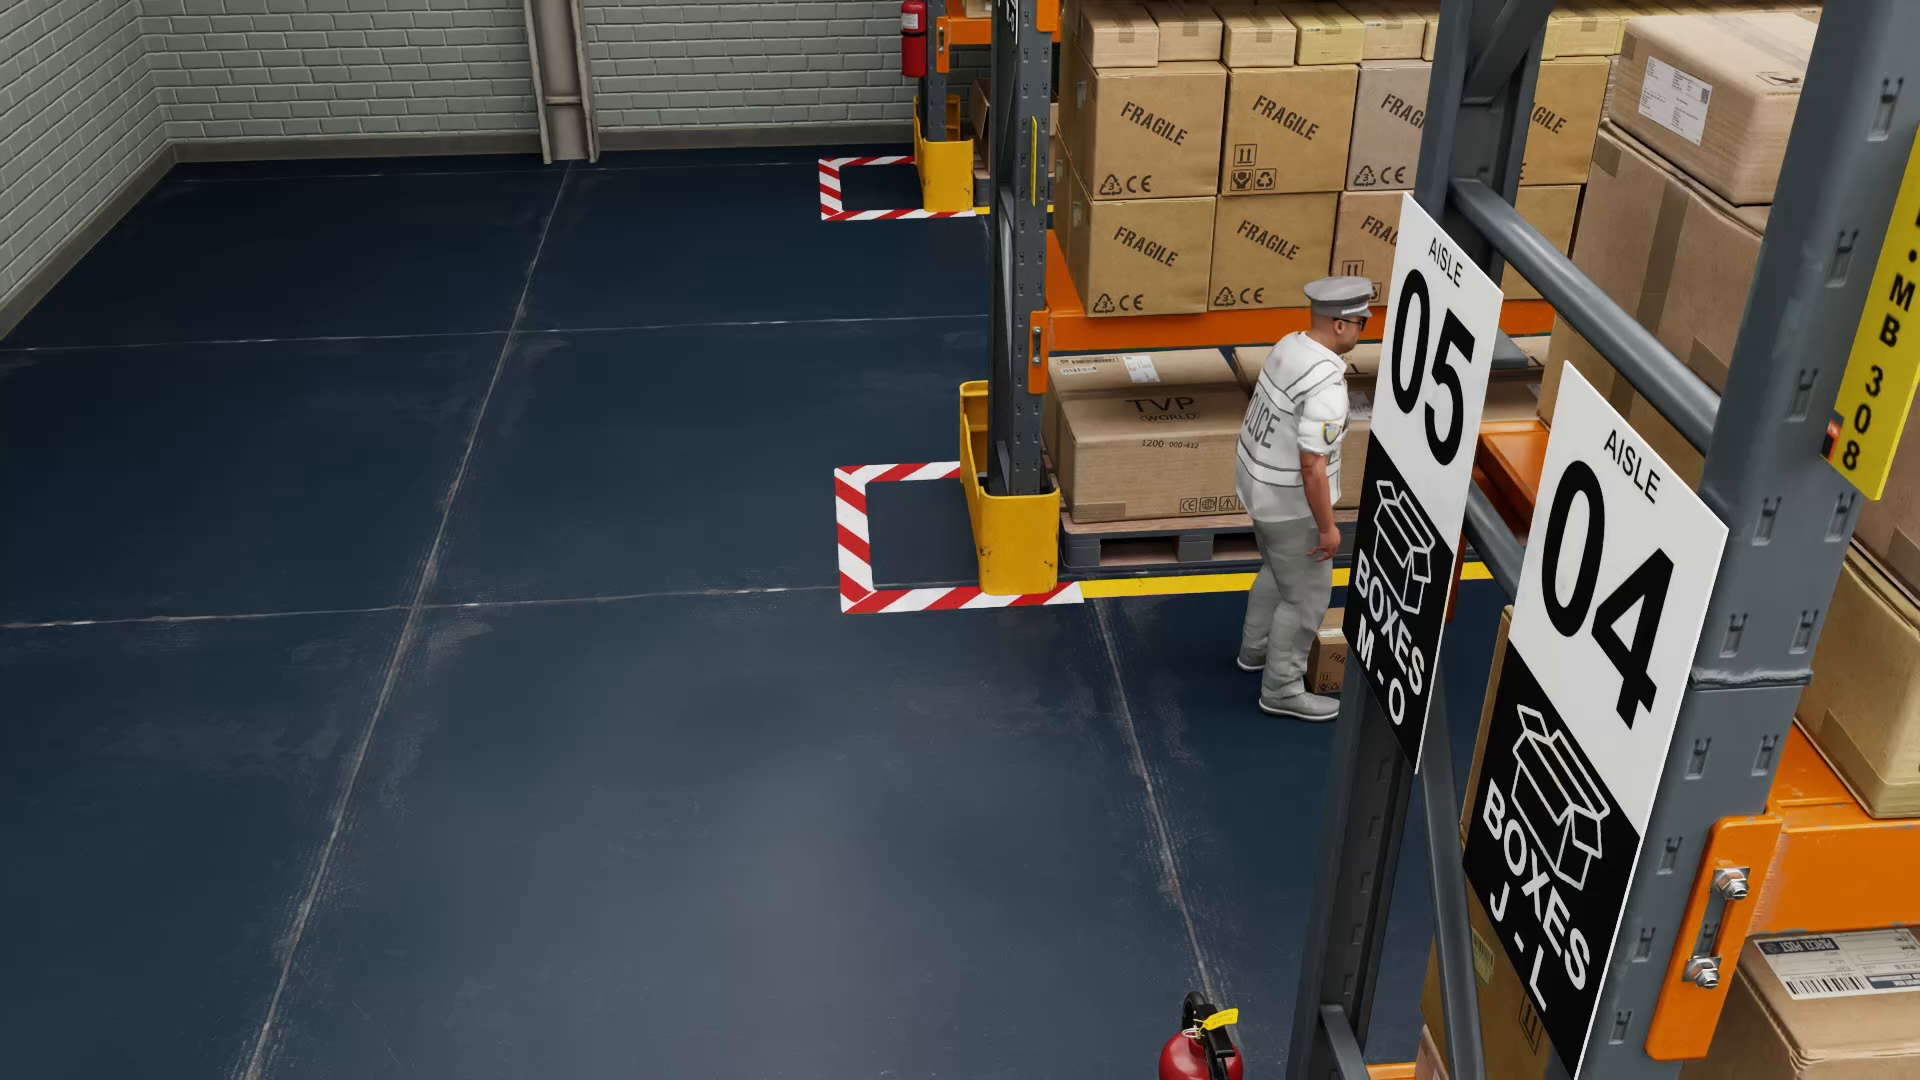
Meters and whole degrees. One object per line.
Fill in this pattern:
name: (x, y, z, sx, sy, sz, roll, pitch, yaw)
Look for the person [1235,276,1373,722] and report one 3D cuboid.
person: (1.287, -0.167, 6.403, 0.434, 1.748, 0.595, -4, 31, -6)
